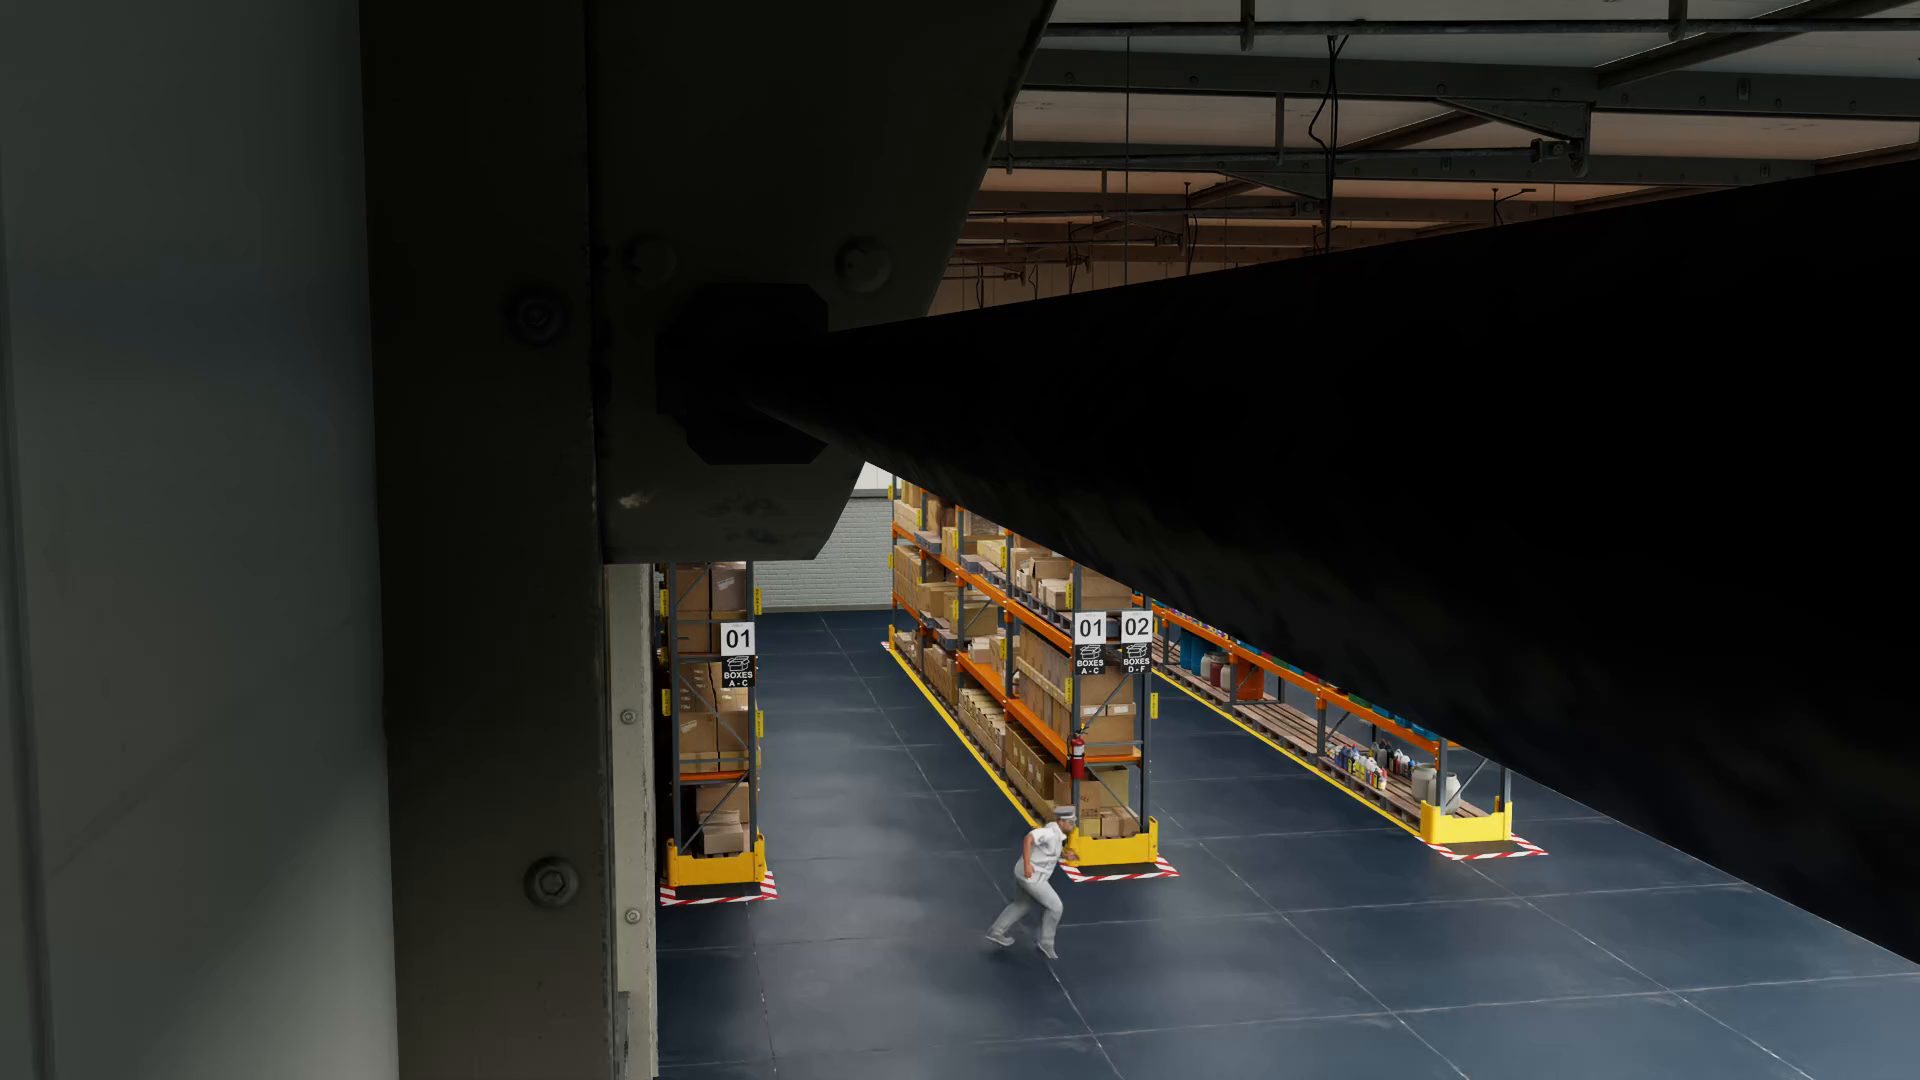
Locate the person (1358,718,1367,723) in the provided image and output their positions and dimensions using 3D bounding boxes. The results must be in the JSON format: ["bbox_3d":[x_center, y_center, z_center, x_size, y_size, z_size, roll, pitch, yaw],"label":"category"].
[{"bbox_3d":[7.268,2.443,28.581,0.776,1.610,0.707,1,6,7],"label":"person"}]

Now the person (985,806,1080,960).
[{"bbox_3d":[0.760,3.648,17.648,1.023,1.708,0.706,1,6,13],"label":"person"}]
